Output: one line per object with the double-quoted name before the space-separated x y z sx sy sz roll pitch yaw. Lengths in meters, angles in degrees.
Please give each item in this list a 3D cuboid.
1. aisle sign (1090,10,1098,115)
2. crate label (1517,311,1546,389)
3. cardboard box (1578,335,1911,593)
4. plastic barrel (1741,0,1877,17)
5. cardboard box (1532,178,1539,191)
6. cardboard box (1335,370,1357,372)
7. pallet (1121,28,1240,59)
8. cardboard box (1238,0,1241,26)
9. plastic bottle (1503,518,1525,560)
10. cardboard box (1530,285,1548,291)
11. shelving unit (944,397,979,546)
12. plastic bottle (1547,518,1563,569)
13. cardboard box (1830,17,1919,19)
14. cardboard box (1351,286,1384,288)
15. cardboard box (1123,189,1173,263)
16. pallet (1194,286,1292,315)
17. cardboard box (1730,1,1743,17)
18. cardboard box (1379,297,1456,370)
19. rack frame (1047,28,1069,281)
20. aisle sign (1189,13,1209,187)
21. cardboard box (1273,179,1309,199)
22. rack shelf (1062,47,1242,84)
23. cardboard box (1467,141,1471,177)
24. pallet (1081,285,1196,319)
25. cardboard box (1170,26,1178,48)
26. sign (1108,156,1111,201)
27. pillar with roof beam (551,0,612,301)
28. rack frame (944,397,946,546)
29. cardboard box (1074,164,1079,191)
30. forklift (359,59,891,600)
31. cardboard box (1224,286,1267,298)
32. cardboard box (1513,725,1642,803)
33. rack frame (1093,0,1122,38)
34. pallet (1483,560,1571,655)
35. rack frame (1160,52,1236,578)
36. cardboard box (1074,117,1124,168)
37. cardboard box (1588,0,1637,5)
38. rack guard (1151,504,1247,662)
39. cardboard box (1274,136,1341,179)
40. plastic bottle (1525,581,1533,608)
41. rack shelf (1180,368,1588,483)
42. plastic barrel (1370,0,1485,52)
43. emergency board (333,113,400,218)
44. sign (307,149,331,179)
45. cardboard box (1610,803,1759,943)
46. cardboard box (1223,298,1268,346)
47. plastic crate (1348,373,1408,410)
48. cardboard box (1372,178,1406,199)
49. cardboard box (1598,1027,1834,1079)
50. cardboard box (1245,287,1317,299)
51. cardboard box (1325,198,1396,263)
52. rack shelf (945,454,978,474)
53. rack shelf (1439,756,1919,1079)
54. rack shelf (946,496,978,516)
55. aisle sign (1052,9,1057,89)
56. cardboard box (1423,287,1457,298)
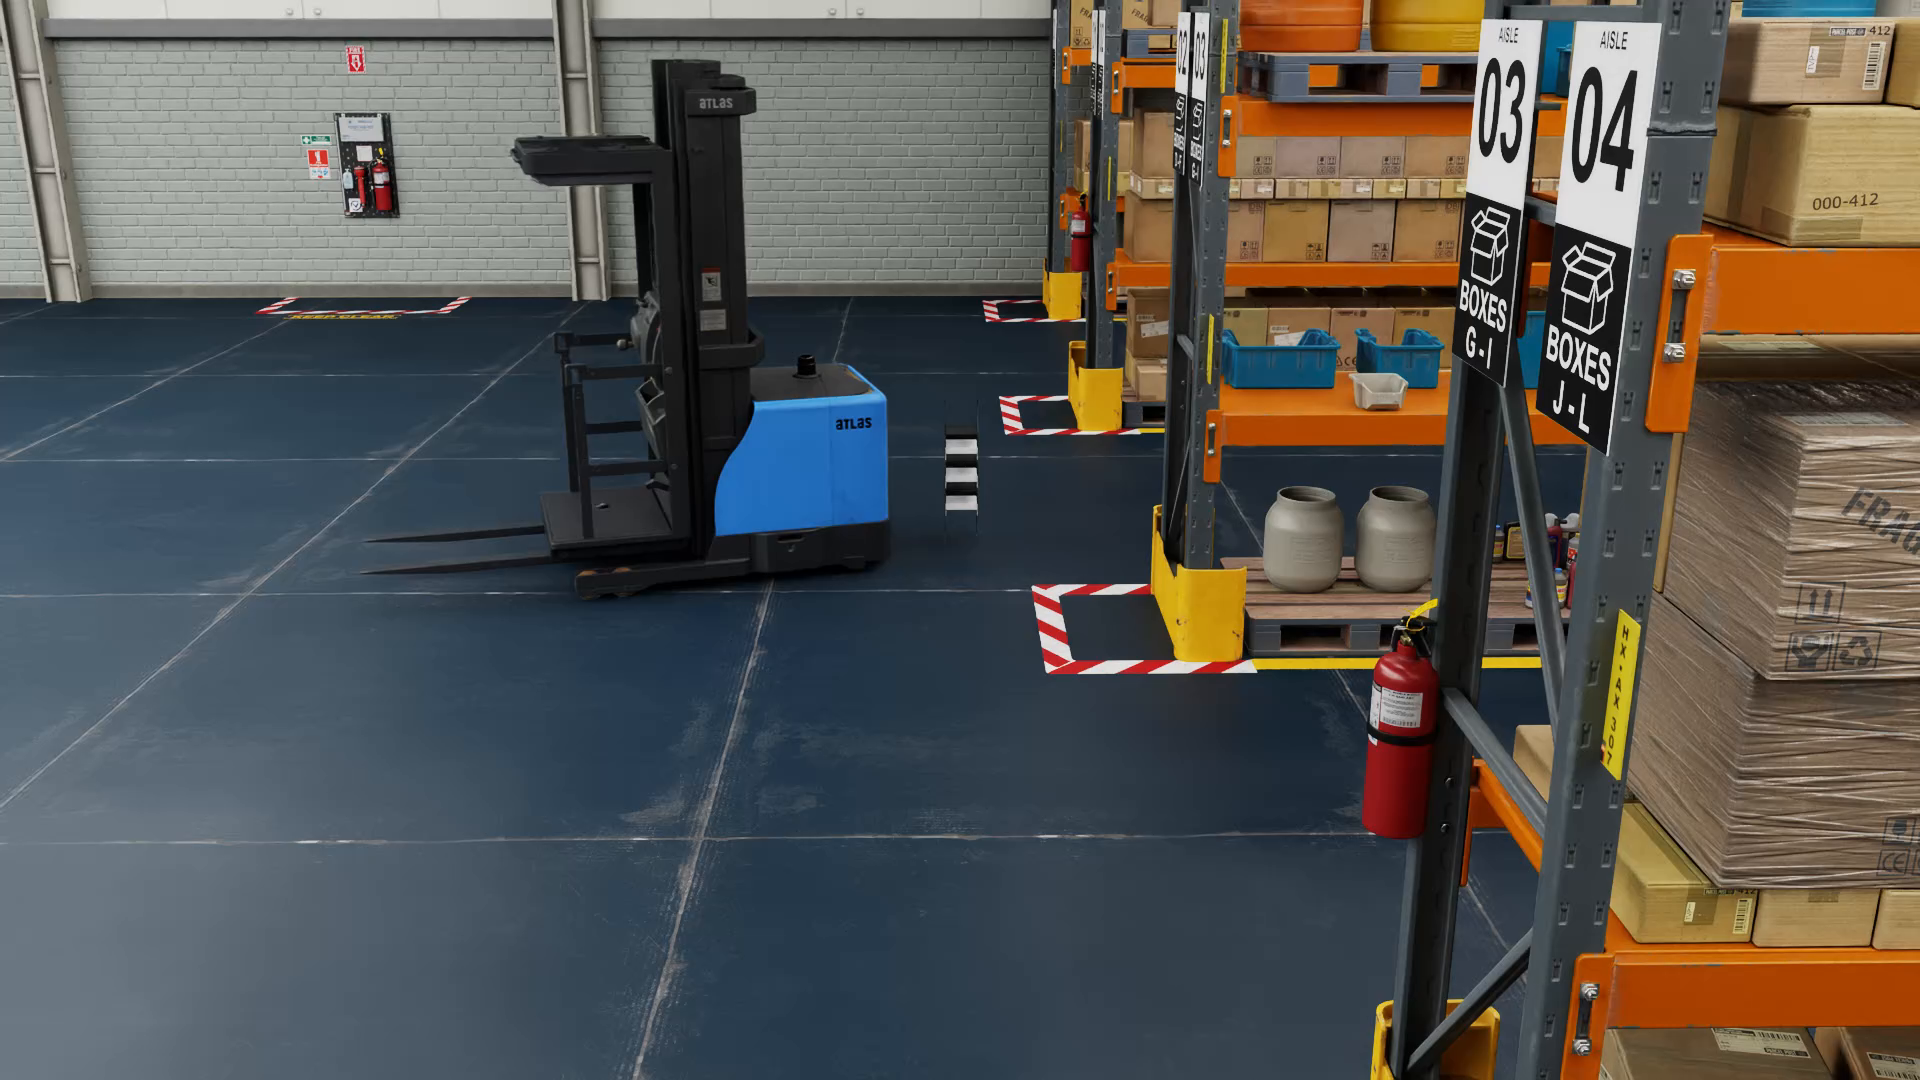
"aisle sign" 1.065 -3.802 13.233 0.004 0.787 0.394 0 18 -1
"crate label" 3.046 -1.070 8.915 0.616 0.435 0.502 0 18 -1
"cardboard box" 1.834 -0.193 3.950 0.500 0.500 0.500 0 18 -1
"plastic barrel" 4.212 -2.876 8.183 0.708 0.901 0.600 0 18 -1
"cardboard box" 4.357 -2.781 13.081 0.250 0.149 0.380 -1 18 -2
"cardboard box" 3.175 -1.307 13.525 0.500 0.250 0.500 0 18 -1
"pallet" 1.843 -3.856 12.893 1.213 0.211 1.003 0 18 -1
"cardboard box" 2.282 -4.184 13.099 0.500 0.250 0.500 0 18 -1
"plastic bottle" 3.156 -0.027 9.447 0.133 0.283 0.061 0 18 0
"cardboard box" 6.304 -3.053 18.525 0.500 0.500 0.700 -1 18 -2
"shelving unit" 0.008 -0.429 10.410 0.210 0.900 0.258 0 18 -1
"plastic bottle" 3.294 0.019 9.304 0.133 0.283 0.061 0 18 -1
"cardboard box" 2.095 -1.093 3.726 0.250 0.149 0.380 -1 18 -3
"cardboard box" 4.518 -2.856 18.457 0.250 0.166 0.380 -3 18 -8
"cardboard box" 1.602 -2.521 13.331 0.500 0.500 0.700 0 18 -1
"pallet" 3.159 -2.658 18.489 1.213 0.211 1.003 0 18 -1
"cardboard box" 5.751 -4.051 12.912 0.500 0.250 0.500 2 18 5
"cardboard box" 3.675 -1.670 13.430 0.500 0.500 0.500 0 18 -1
"rack frame" 1.053 -3.988 18.068 0.127 3.000 1.000 0 18 -1
"aisle sign" 1.142 -2.110 7.958 0.004 0.787 0.394 0 18 -1
"cardboard box" 2.563 -2.773 13.055 0.250 0.149 0.380 -1 18 -3
"rack shelf" 3.053 -5.083 17.749 4.000 0.370 1.077 0 18 -1
"cardboard box" 4.186 -3.152 13.177 0.500 0.500 0.700 0 18 -1
"pallet" 1.942 -2.653 18.473 1.213 0.211 1.003 0 18 -1
"cardboard box" 2.448 -5.394 17.344 0.500 0.500 0.500 1 18 2
"sign" 1.138 -2.755 12.679 0.005 0.325 0.100 0 18 -1
"pillar with roof beam" -4.192 -5.768 13.796 0.400 9.000 9.100 0 18 -1
"rack frame" -0.094 -0.428 10.409 0.006 0.900 0.240 0 18 -1
"cardboard box" 1.518 -3.987 18.279 0.500 0.250 0.500 0 18 0
"forklift" -1.991 -1.233 9.592 3.031 2.935 1.130 -5 19 -16
"cardboard box" 3.051 -2.974 18.279 0.500 0.500 0.700 -1 18 -4
"cardboard box" 1.570 0.606 4.159 0.250 0.149 0.380 0 18 -1
"rack frame" 1.135 -5.331 12.435 0.127 3.000 1.000 0 18 -1
"pallet" 3.314 0.344 9.130 1.213 0.211 1.003 0 18 -1
"rack frame" 1.210 -0.962 8.635 0.127 3.000 1.000 0 18 -1
"cardboard box" 1.521 -4.350 18.182 0.500 0.500 0.500 0 18 -1
"cardboard box" 6.834 -5.667 17.541 0.500 0.500 0.500 -1 18 -3
"rack guard" 1.285 0.214 9.063 0.348 0.500 1.175 0 18 -1
"cardboard box" 2.685 -3.146 13.155 0.500 0.500 0.700 0 18 -1
"plastic bottle" 3.027 0.214 8.715 0.097 0.271 0.097 0 18 0
"rack shelf" 3.209 -0.629 8.775 4.000 0.370 1.077 0 18 -1
"plastic barrel" 2.348 -2.724 8.222 0.600 0.588 0.600 0 18 0
"emergency board" -6.731 -4.226 18.811 0.643 1.169 0.194 0 18 -1
"sign" -7.286 -4.272 18.895 0.234 0.329 0.001 0 18 -1
"cardboard box" 1.577 0.742 3.735 0.250 0.149 0.380 0 18 -1
"cardboard box" 2.175 -1.660 13.398 0.500 0.500 0.500 0 18 -1
"plastic crate" 2.110 -0.742 8.383 0.250 0.136 0.298 0 18 -1
"cardboard box" 3.331 -2.776 13.065 0.250 0.149 0.380 0 18 1
"cardboard box" 1.913 1.543 4.231 0.500 0.500 0.500 3 18 9
"cardboard box" 2.666 -1.825 13.913 0.500 0.500 0.500 0 18 -1
"cardboard box" 3.150 -2.529 13.357 0.500 0.500 0.700 0 18 1
"rack shelf" 0.008 -0.482 10.393 0.200 0.077 0.258 0 18 -1
"rack shelf" 3.288 0.884 4.060 4.000 0.370 1.077 0 18 -1
"rack shelf" 0.008 -0.225 10.475 0.200 0.077 0.258 0 18 -1
"aisle sign" 0.986 -5.134 17.384 0.004 0.787 0.394 0 18 -1
"cardboard box" 4.166 -1.830 13.929 0.500 0.500 0.500 0 18 -1
